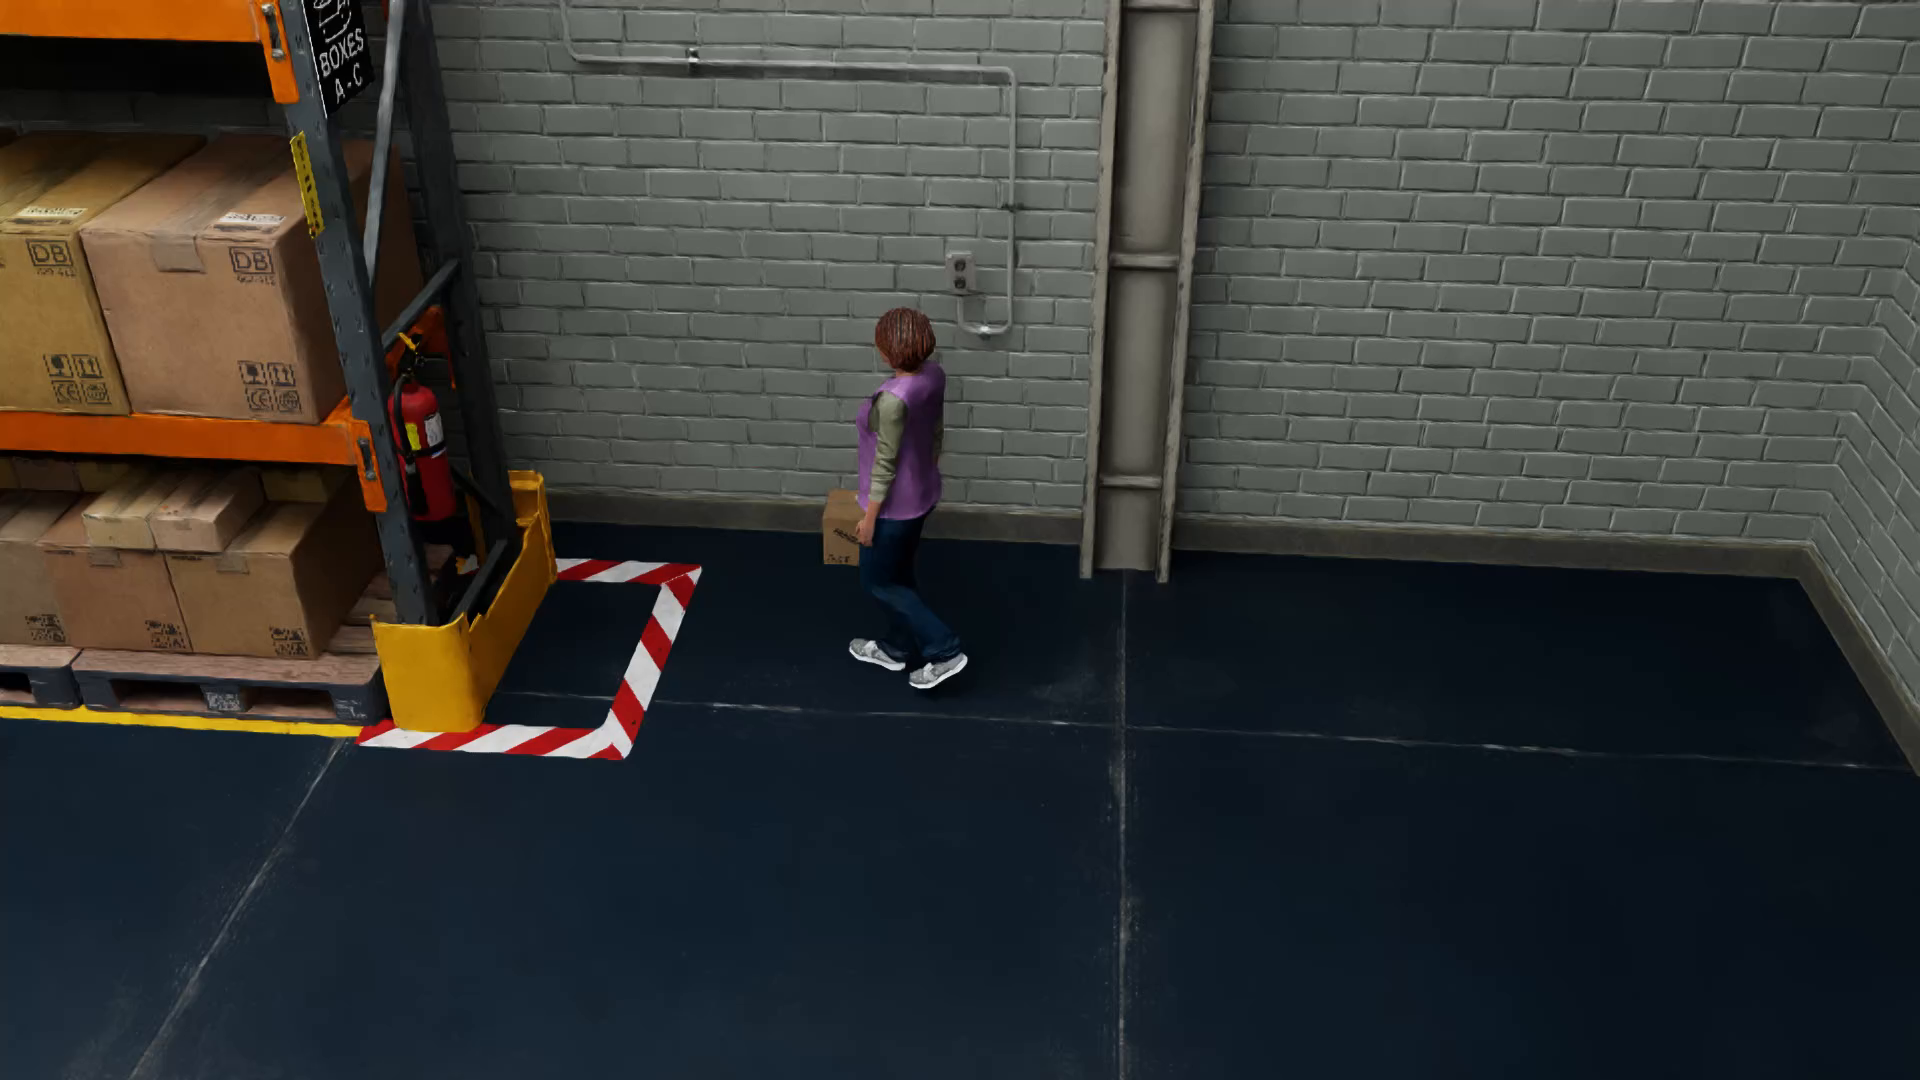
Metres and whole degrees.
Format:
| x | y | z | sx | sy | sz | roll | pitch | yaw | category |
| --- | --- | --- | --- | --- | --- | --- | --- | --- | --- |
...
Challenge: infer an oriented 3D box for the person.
| x | y | z | sx | sy | sz | roll | pitch | yaw | category |
| --- | --- | --- | --- | --- | --- | --- | --- | --- | --- |
| -0.206 | -0.142 | 6.351 | 0.571 | 1.596 | 0.437 | 14 | 35 | 20 | person |
